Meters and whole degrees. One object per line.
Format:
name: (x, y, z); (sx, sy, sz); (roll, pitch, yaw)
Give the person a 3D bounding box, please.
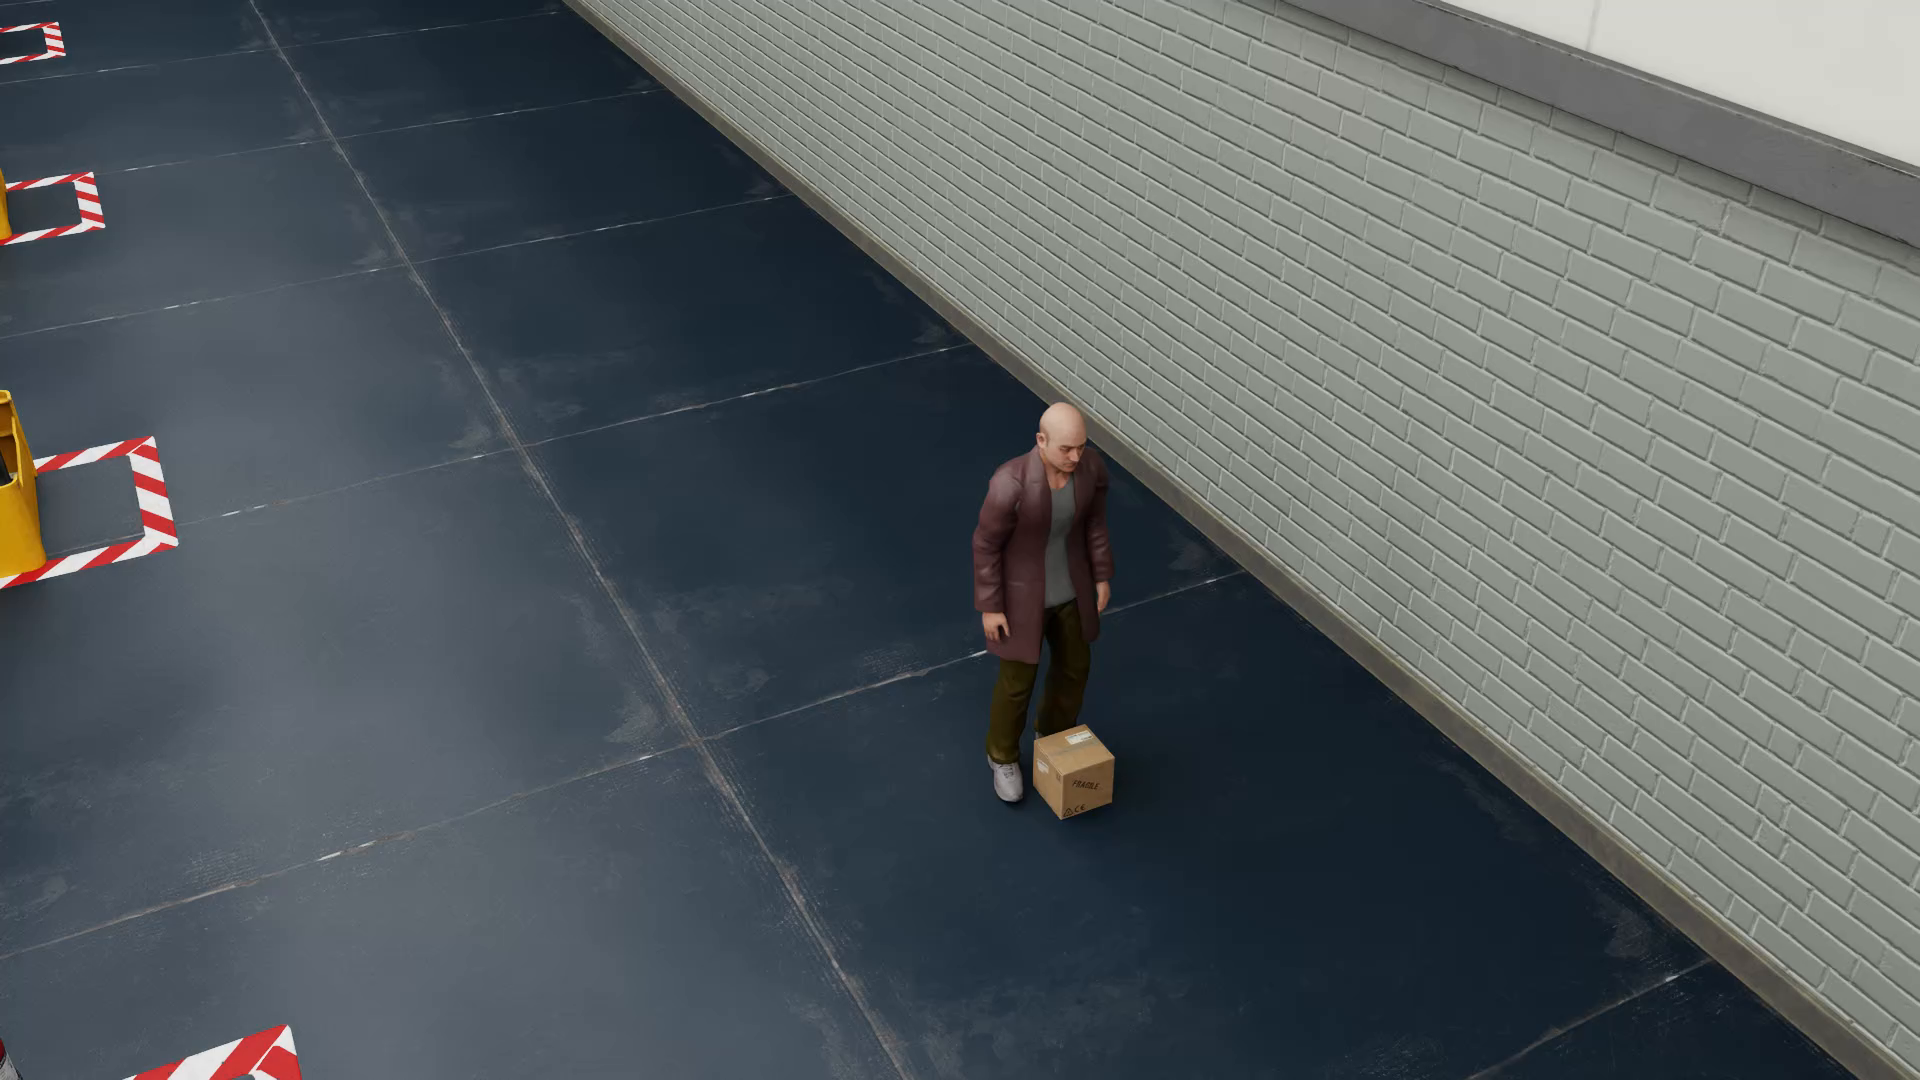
person: (0.349, 0.221, 6.807); (0.640, 1.773, 0.426); (-16, 36, -24)
